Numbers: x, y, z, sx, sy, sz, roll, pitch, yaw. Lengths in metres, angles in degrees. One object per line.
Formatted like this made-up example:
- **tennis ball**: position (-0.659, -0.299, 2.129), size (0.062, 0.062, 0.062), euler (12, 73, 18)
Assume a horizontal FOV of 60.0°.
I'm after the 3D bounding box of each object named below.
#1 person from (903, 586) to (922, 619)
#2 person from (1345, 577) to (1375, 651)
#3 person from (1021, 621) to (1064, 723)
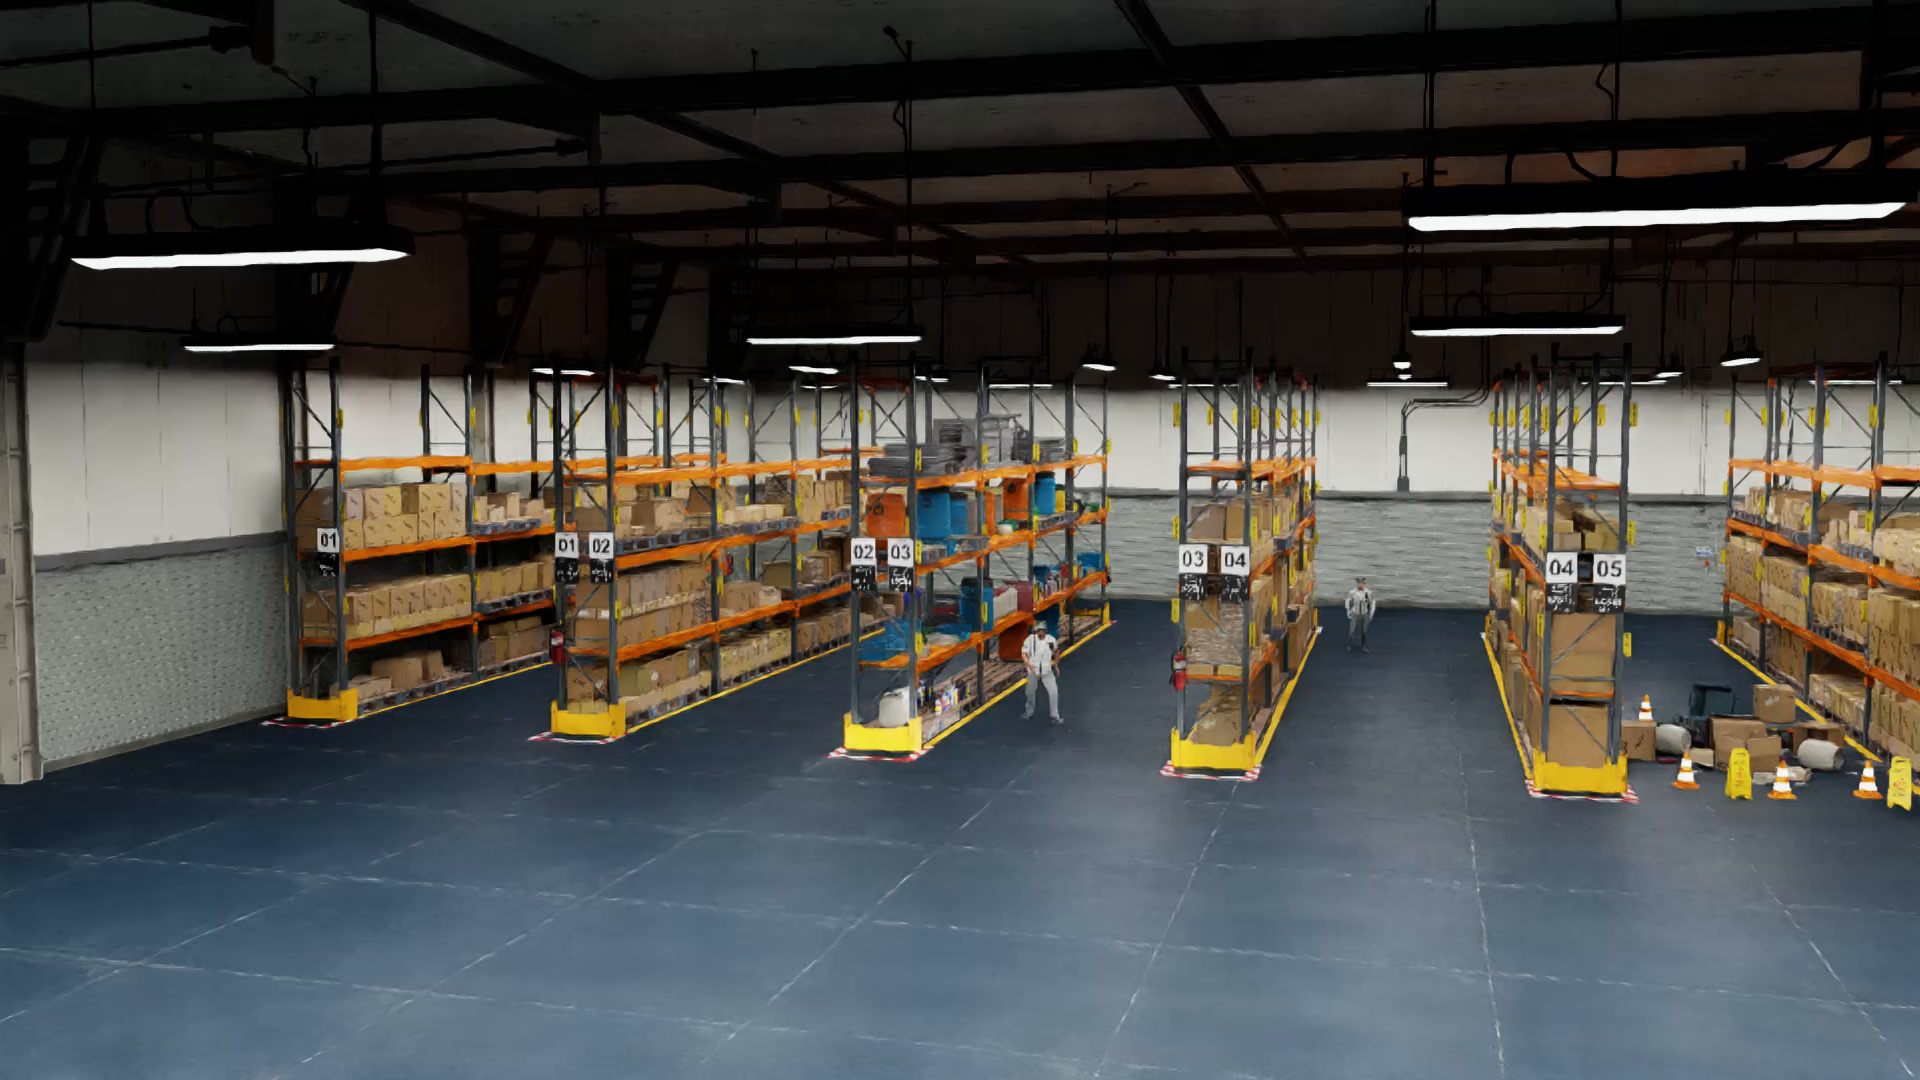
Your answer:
- **person**: position (-1.040, 1.532, 36.322), size (0.463, 1.596, 0.998), euler (1, 4, 14)
- **person**: position (8.569, 1.580, 35.624), size (0.639, 1.632, 0.498), euler (1, 4, 13)
- **person**: position (1.343, 2.140, 27.378), size (0.701, 1.693, 0.857), euler (0, 4, -1)
